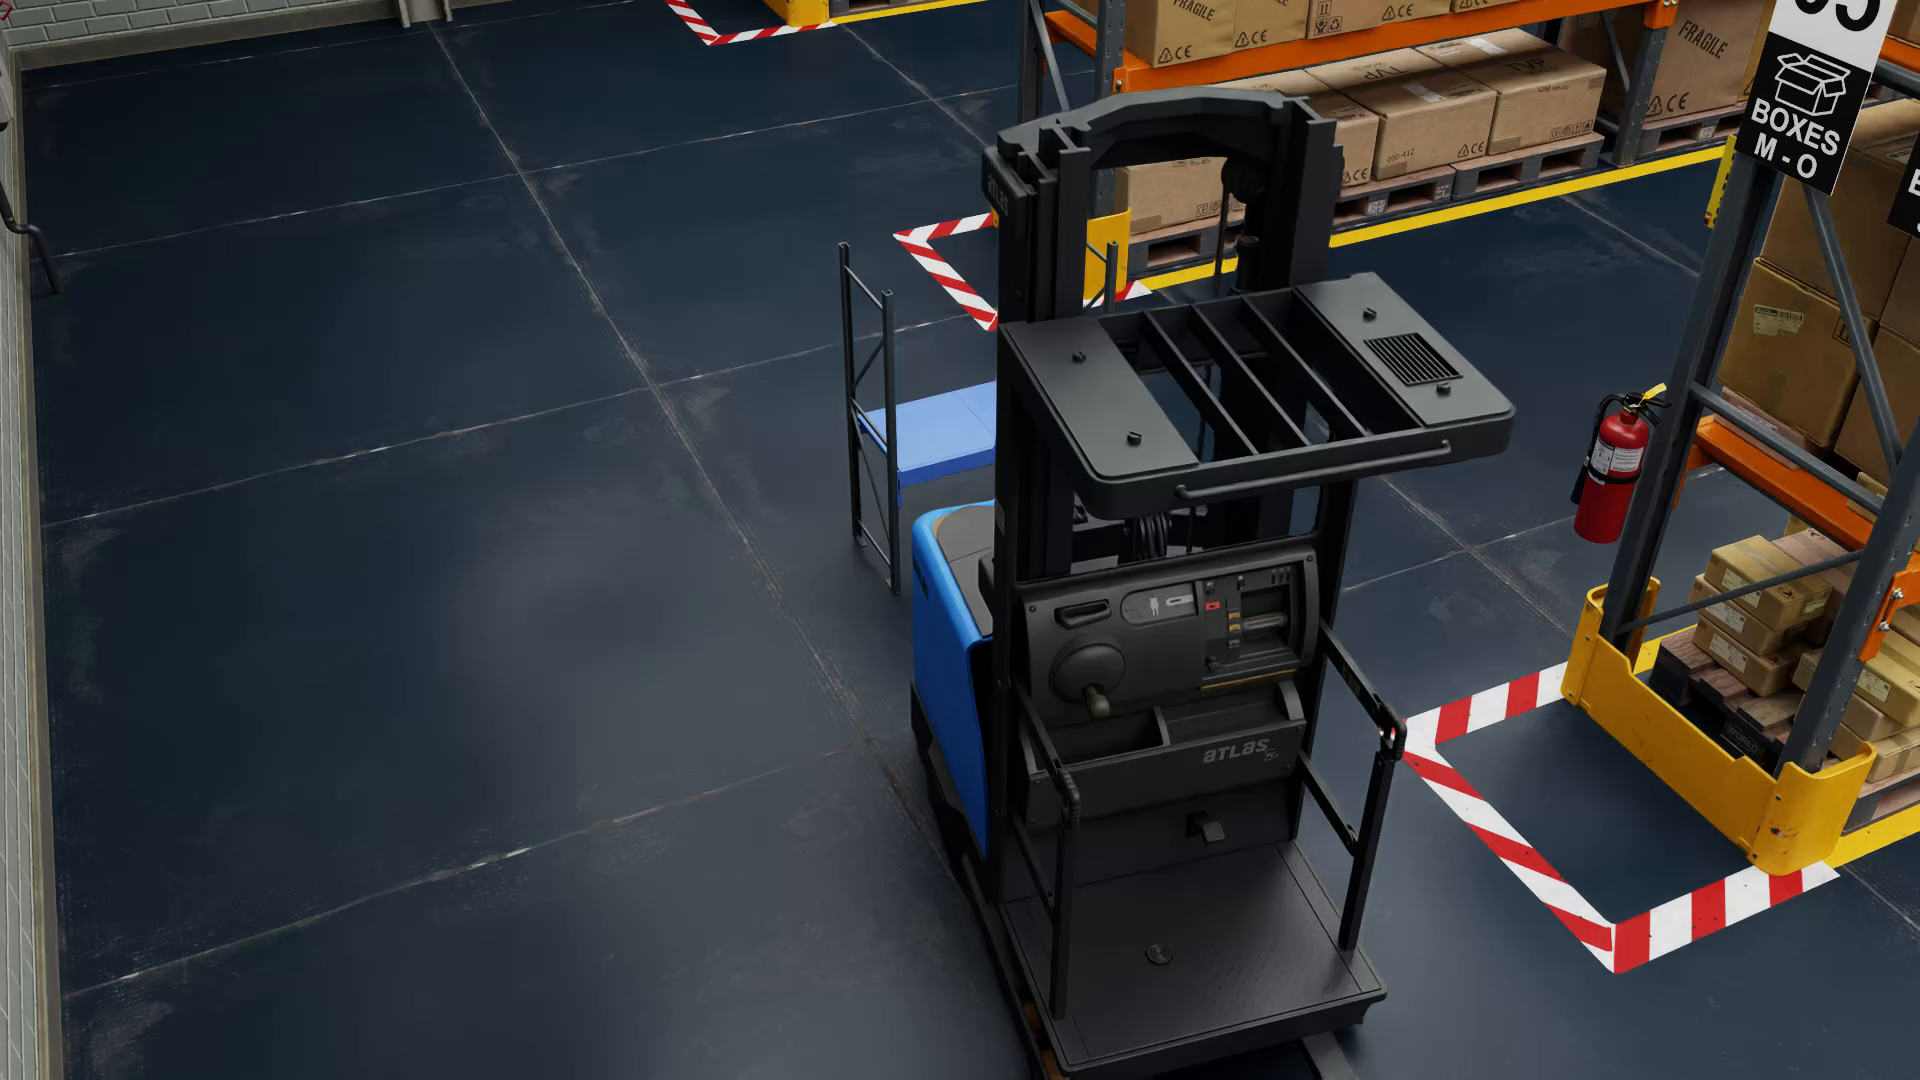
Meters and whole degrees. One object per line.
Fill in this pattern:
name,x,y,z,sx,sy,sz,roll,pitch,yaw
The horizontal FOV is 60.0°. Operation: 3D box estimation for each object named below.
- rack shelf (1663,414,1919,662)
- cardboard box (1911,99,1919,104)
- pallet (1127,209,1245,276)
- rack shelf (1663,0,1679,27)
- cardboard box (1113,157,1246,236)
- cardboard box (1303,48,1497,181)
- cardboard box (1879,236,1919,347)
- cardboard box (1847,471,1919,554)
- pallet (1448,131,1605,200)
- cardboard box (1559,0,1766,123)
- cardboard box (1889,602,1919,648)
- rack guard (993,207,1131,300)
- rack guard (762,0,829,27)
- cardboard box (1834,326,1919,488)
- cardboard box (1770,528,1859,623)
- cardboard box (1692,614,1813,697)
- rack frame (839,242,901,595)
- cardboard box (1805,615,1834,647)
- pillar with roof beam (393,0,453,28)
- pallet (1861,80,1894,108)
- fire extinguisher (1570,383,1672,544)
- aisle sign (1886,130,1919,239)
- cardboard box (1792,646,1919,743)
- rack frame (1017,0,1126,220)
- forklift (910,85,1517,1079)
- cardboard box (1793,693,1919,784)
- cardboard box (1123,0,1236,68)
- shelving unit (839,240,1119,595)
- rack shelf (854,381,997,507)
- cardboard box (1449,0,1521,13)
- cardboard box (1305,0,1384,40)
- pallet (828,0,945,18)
rack shelf,4.616,-0.517,6.532,4.000,0.370,1.077,-16,39,-20
cardboard box,3.572,-1.239,5.729,0.500,0.500,0.500,-17,40,-21
pallet,1.301,-2.068,10.361,1.213,0.211,1.003,-16,39,-20
rack shelf,6.042,-4.173,11.462,4.000,0.370,1.077,-16,39,-20
cardboard box,1.165,-2.304,10.136,0.875,0.438,0.875,-17,40,-21
cardboard box,2.807,-2.767,10.761,0.875,0.438,0.875,-17,40,-21
cardboard box,3.324,-0.831,5.180,0.500,0.500,0.500,-16,39,-20
cardboard box,3.238,-0.104,5.583,0.250,0.149,0.380,-16,39,-20
pallet,3.510,-2.685,11.193,1.213,0.211,1.003,-16,39,-20
cardboard box,4.759,-3.471,11.343,0.875,0.875,0.875,-14,39,-19
cardboard box,3.622,0.354,6.296,0.250,0.149,0.380,-15,39,-19
rack guard,0.589,-1.933,9.937,0.348,0.500,1.175,-16,39,-20
rack guard,-1.433,-4.634,13.579,0.348,0.500,1.175,-16,39,-20
cardboard box,3.329,-0.424,5.470,0.500,0.500,0.500,-14,39,-18
cardboard box,3.429,0.135,6.591,0.250,0.149,0.380,-15,39,-19
cardboard box,3.193,0.431,6.691,0.250,0.149,0.380,-15,39,-19
rack frame,-0.383,-0.495,7.159,0.032,1.500,0.500,-16,39,-20
cardboard box,3.421,0.233,6.709,0.250,0.149,0.380,-17,40,-21
pillar with roof beam,-2.497,-5.511,7.626,0.400,9.000,9.100,-16,39,-20
pallet,6.004,-3.383,12.134,1.213,0.211,1.003,-16,39,-20
fire extinguisher,2.381,-0.304,6.019,0.183,0.674,0.296,-16,39,-20
aisle sign,2.866,-1.163,4.618,0.004,0.787,0.394,-16,39,-20
cardboard box,3.388,0.563,6.263,0.250,0.149,0.380,-14,39,-18
rack frame,0.610,-2.943,9.200,0.127,3.000,1.000,-16,39,-20
forklift,0.702,0.348,4.820,1.130,2.935,3.031,-10,38,-13
cardboard box,3.415,0.717,6.306,0.250,0.149,0.380,-15,39,-19
cardboard box,1.167,-2.950,9.125,0.500,0.500,0.500,-16,39,-20
shelving unit,0.077,-0.624,7.332,1.048,1.500,0.538,-16,39,-20
rack shelf,0.077,-0.480,7.439,1.000,0.185,0.538,-16,39,-20
cardboard box,3.008,-3.472,9.830,0.500,0.500,0.500,-16,40,-21
cardboard box,2.081,-3.212,9.479,0.500,0.500,0.500,-16,39,-20
pallet,-0.712,-4.721,13.937,1.213,0.211,1.003,-16,39,-20
